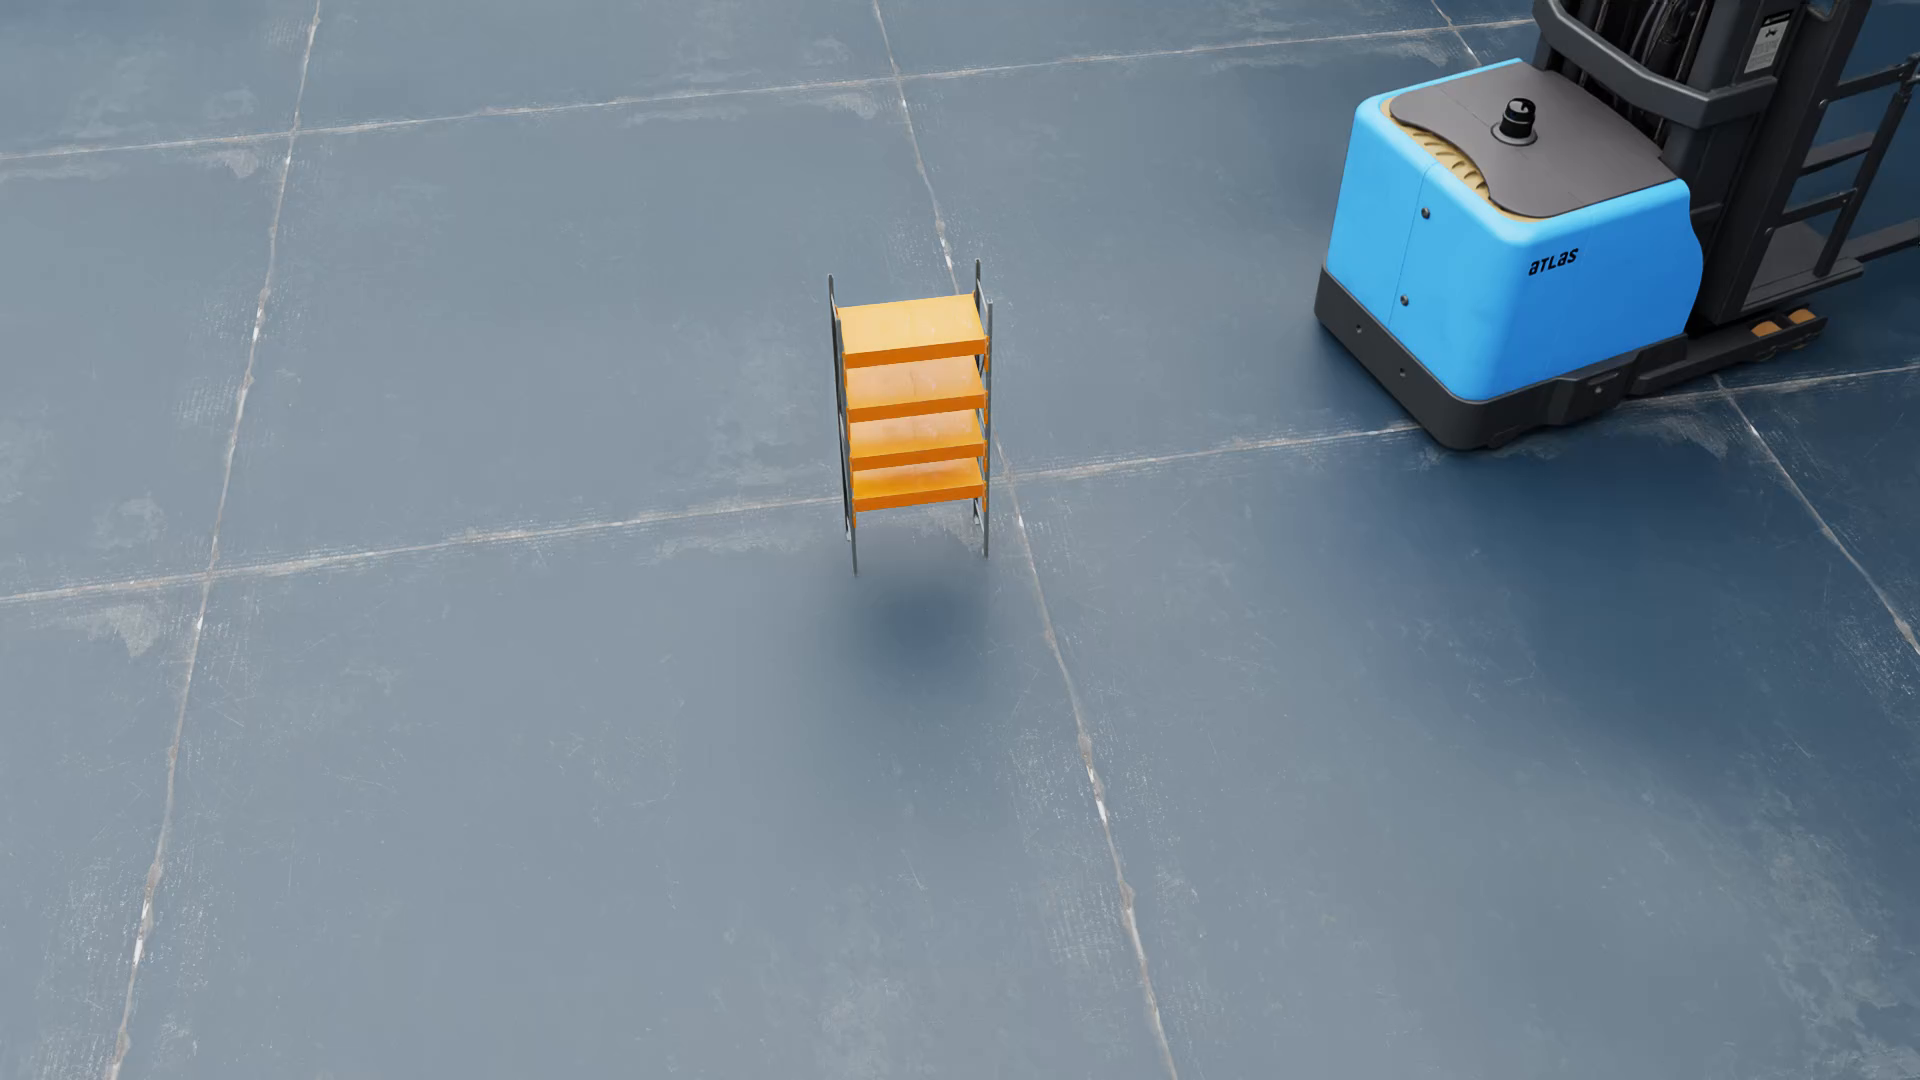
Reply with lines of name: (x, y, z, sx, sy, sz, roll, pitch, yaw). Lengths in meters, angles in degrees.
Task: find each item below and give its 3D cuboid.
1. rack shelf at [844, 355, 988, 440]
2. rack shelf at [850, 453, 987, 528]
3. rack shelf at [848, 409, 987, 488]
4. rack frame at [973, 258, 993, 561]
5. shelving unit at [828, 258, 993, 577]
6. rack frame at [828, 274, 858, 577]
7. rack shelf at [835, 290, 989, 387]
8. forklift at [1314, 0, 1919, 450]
rack shelf: (-0.163, -0.505, 5.686, 0.480, 0.148, 0.258, -7, 46, -7)
rack shelf: (-0.163, -0.212, 5.990, 0.480, 0.148, 0.258, -7, 46, -7)
rack shelf: (-0.163, -0.349, 5.847, 0.480, 0.148, 0.258, -7, 46, -7)
rack frame: (0.077, -0.426, 5.827, 0.015, 1.200, 0.240, -7, 46, -7)
shelving unit: (-0.163, -0.396, 5.798, 0.503, 1.200, 0.258, -7, 46, -7)
rack frame: (-0.404, -0.366, 5.769, 0.015, 1.200, 0.240, -7, 46, -7)
rack shelf: (-0.163, -0.669, 5.515, 0.480, 0.148, 0.258, -7, 46, -7)
forklift: (3.069, -2.094, 6.232, 3.031, 2.935, 1.130, -18, 49, -17)
